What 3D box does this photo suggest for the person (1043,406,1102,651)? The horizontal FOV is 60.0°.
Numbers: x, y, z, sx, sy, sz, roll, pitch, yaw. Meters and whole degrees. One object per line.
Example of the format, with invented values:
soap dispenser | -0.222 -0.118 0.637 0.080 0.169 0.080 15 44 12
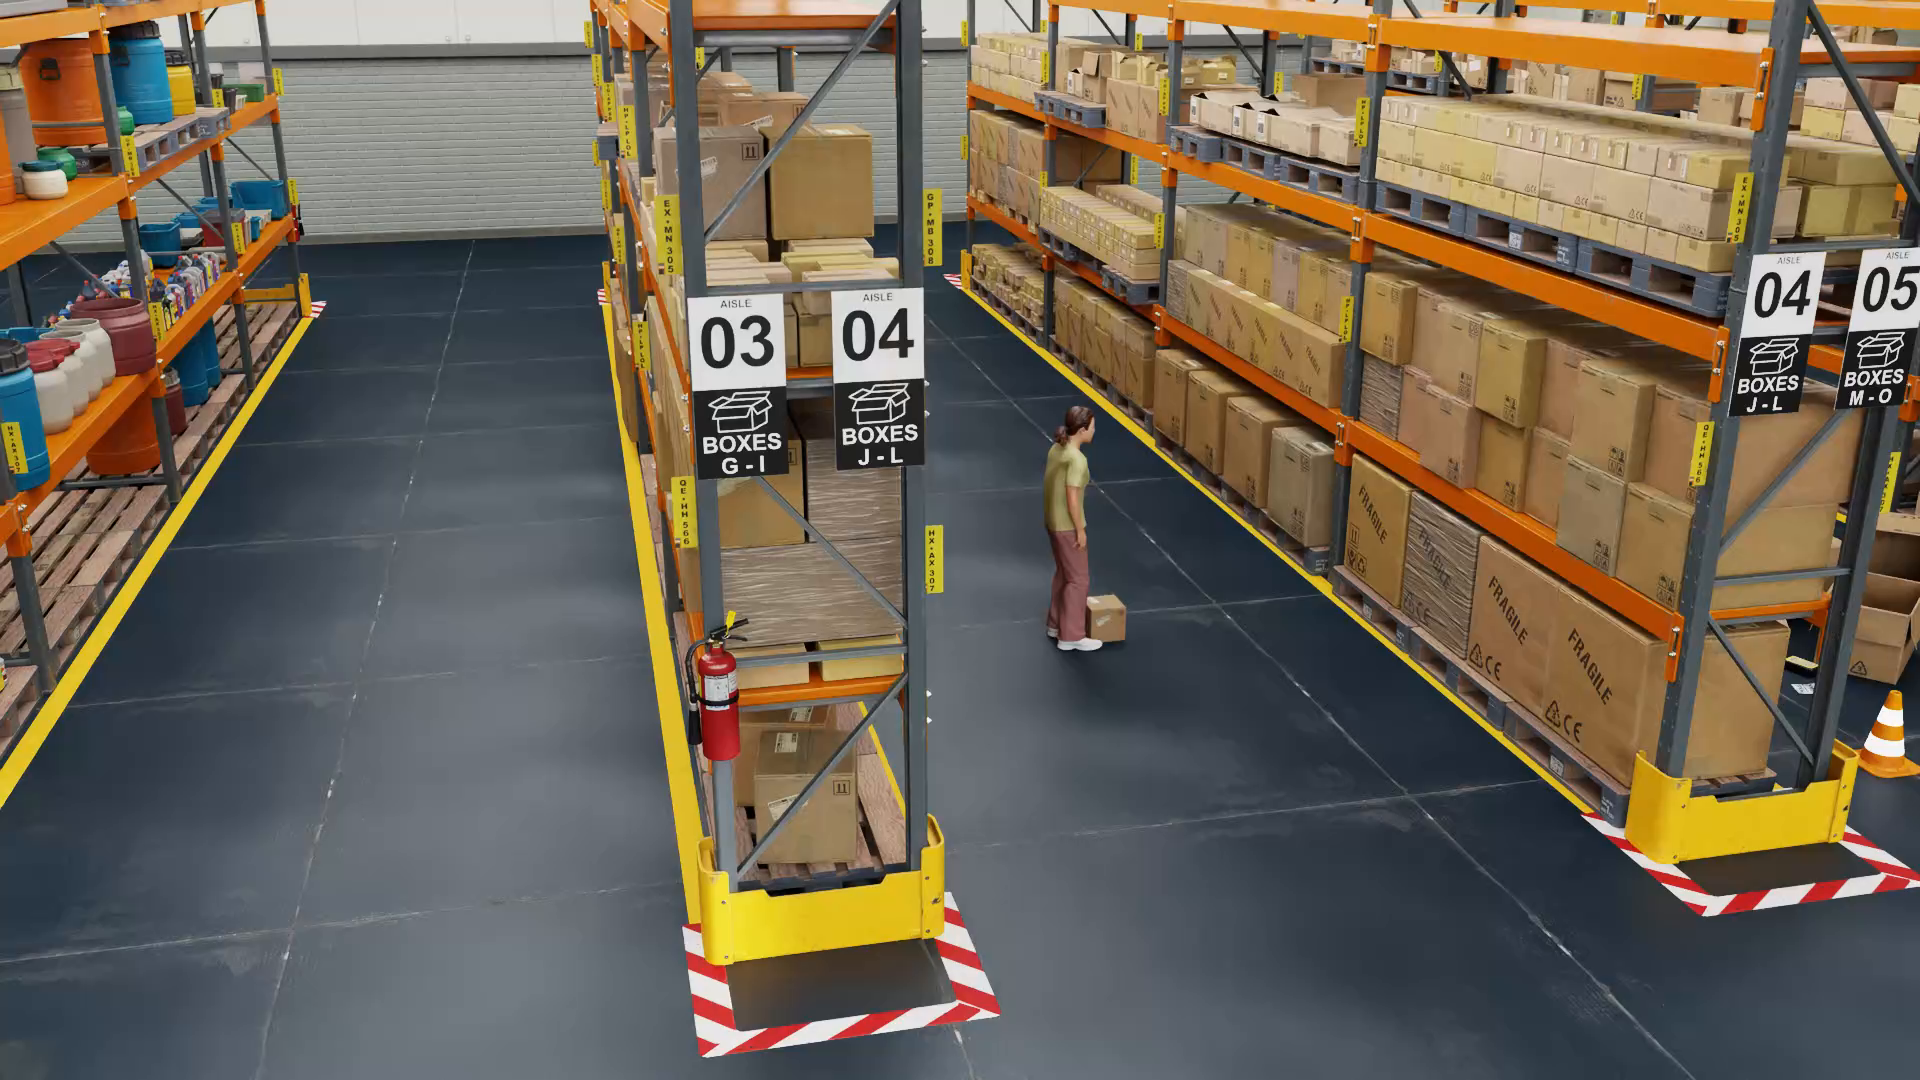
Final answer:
person | 0.758 -0.085 11.343 0.365 1.650 0.505 -5 20 -15
